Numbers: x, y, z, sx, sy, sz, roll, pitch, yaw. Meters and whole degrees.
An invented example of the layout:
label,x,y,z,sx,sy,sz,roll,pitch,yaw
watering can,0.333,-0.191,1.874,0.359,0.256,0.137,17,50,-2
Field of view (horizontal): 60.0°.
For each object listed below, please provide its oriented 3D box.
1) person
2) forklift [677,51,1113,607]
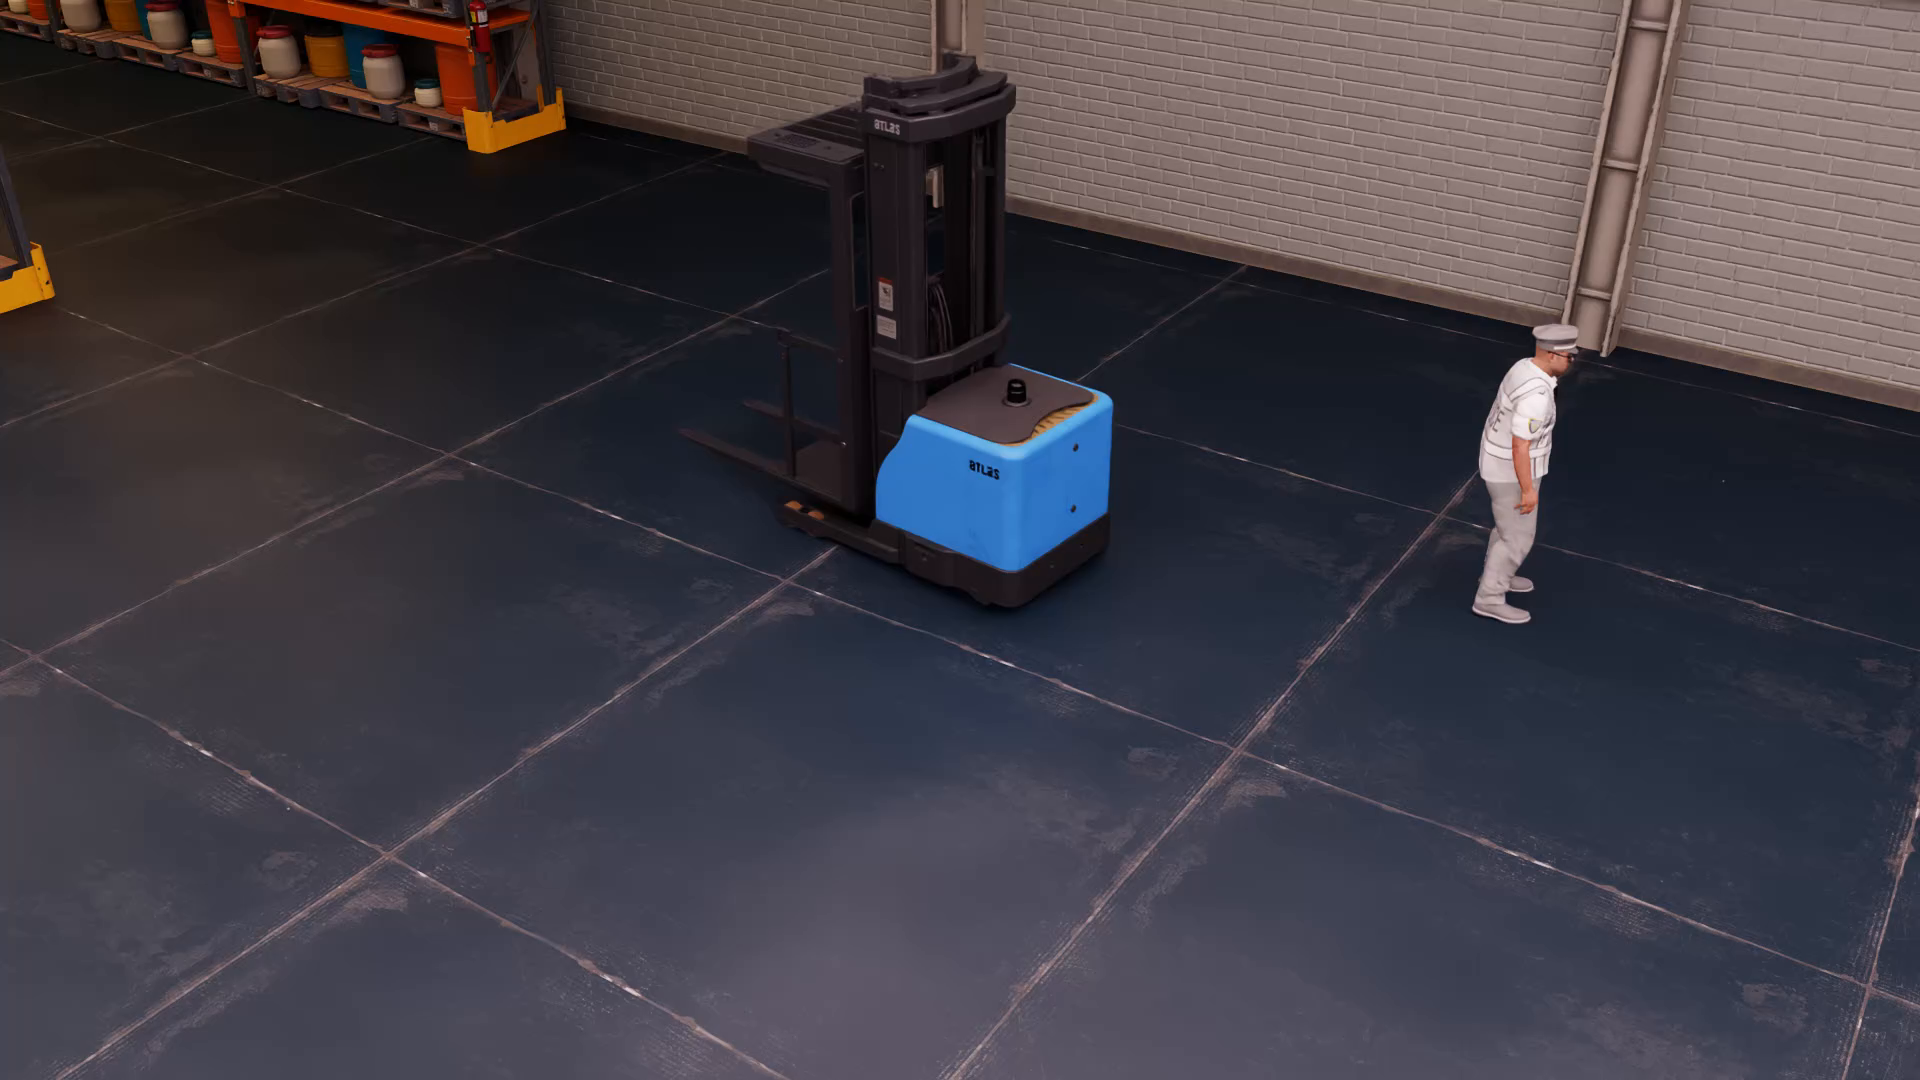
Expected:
label,x,y,z,sx,sy,sz,roll,pitch,yaw
person,3.179,-0.395,9.448,0.457,1.754,0.591,7,31,11
forklift,-0.544,-1.471,10.115,3.031,2.935,1.130,22,37,33
